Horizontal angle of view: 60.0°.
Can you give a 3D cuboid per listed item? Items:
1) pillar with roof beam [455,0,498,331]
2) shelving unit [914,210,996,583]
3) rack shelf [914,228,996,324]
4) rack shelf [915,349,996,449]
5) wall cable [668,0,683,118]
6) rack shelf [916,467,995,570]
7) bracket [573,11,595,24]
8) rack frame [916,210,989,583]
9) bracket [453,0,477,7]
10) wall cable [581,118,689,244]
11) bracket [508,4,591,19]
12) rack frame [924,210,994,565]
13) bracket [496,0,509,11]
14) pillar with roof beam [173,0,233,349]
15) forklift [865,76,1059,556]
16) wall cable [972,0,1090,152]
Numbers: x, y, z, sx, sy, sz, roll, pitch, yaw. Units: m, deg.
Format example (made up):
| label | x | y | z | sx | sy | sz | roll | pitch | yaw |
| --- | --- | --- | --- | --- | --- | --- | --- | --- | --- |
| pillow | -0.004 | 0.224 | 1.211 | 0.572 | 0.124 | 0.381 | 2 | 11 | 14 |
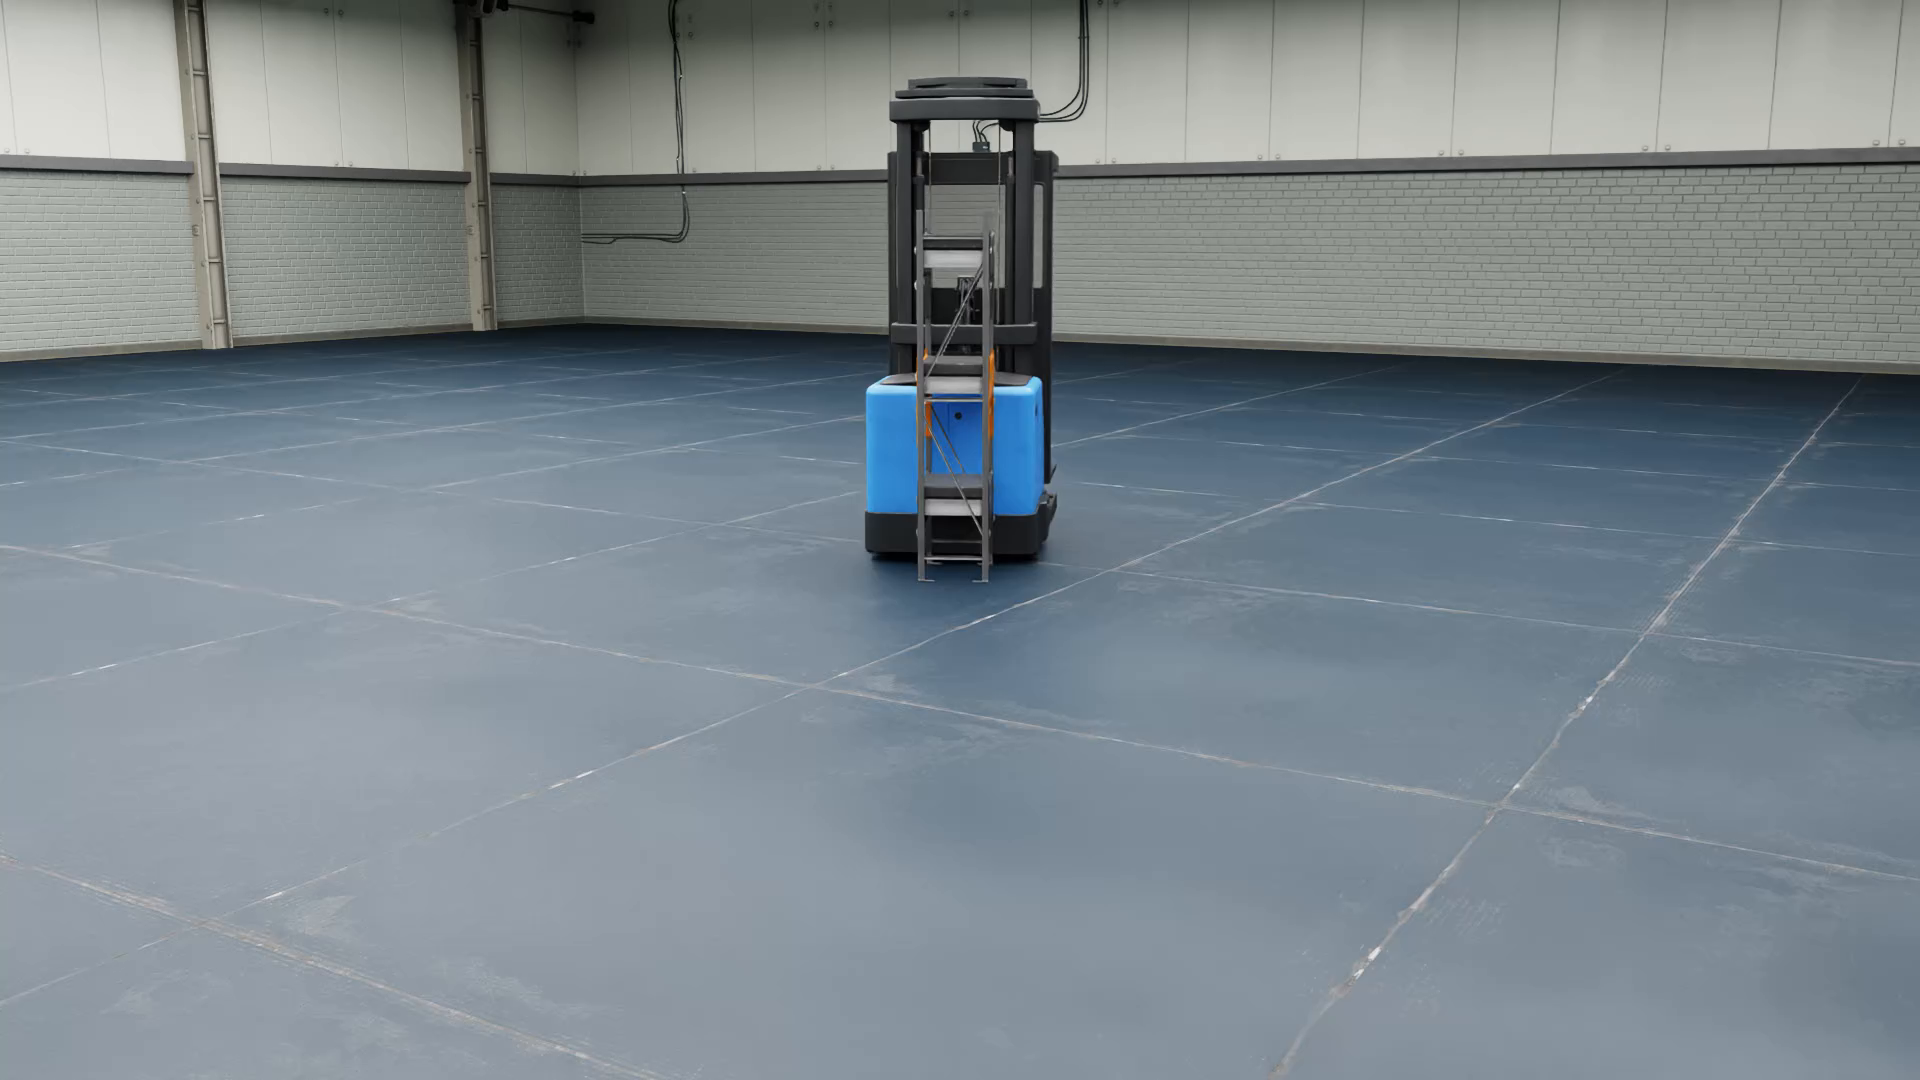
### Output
| label | x | y | z | sx | sy | sz | roll | pitch | yaw |
| --- | --- | --- | --- | --- | --- | --- | --- | --- | --- |
| pillar with roof beam | -5.858 | -8.227 | 30.358 | 9.100 | 9.000 | 0.548 | 6 | 12 | 31 |
| shelving unit | -0.022 | -0.832 | 9.585 | 0.431 | 2.100 | 0.503 | 1 | 12 | 4 |
| rack shelf | -0.023 | -1.505 | 9.448 | 0.431 | 0.518 | 0.480 | 1 | 12 | 4 |
| rack shelf | -0.022 | -0.819 | 9.588 | 0.431 | 0.518 | 0.480 | 1 | 12 | 4 |
| wall cable | -4.565 | -9.673 | 32.795 | 3.097 | 2.526 | 0.112 | 6 | 12 | 31 |
| rack shelf | -0.022 | -0.133 | 9.728 | 0.431 | 0.518 | 0.480 | 1 | 12 | 4 |
| bracket | -7.788 | -10.811 | 34.382 | 0.235 | 0.232 | 0.430 | 6 | 12 | 31 |
| rack frame | -0.039 | -0.784 | 9.347 | 0.400 | 2.100 | 0.015 | 1 | 12 | 4 |
| bracket | -9.449 | -10.308 | 31.694 | 0.235 | 0.232 | 0.430 | 6 | 12 | 31 |
| wall cable | -6.878 | -7.449 | 34.640 | 3.097 | 2.526 | 0.112 | 6 | 12 | 31 |
| bracket | -8.095 | -10.719 | 33.886 | 0.076 | 0.066 | 3.189 | 6 | 12 | 31 |
| rack frame | -0.005 | -0.881 | 9.824 | 0.400 | 2.100 | 0.015 | 1 | 12 | 4 |
| bracket | -9.018 | -10.439 | 32.391 | 0.235 | 0.232 | 0.430 | 6 | 12 | 31 |
| pillar with roof beam | -8.973 | -7.283 | 25.317 | 9.100 | 9.000 | 0.400 | 6 | 12 | 31 |
| forklift | 0.097 | -1.567 | 11.275 | 1.130 | 2.935 | 3.031 | 1 | 11 | 6 |
| wall cable | 1.228 | -9.737 | 29.184 | 2.305 | 6.003 | 0.169 | 6 | 12 | 31 |
